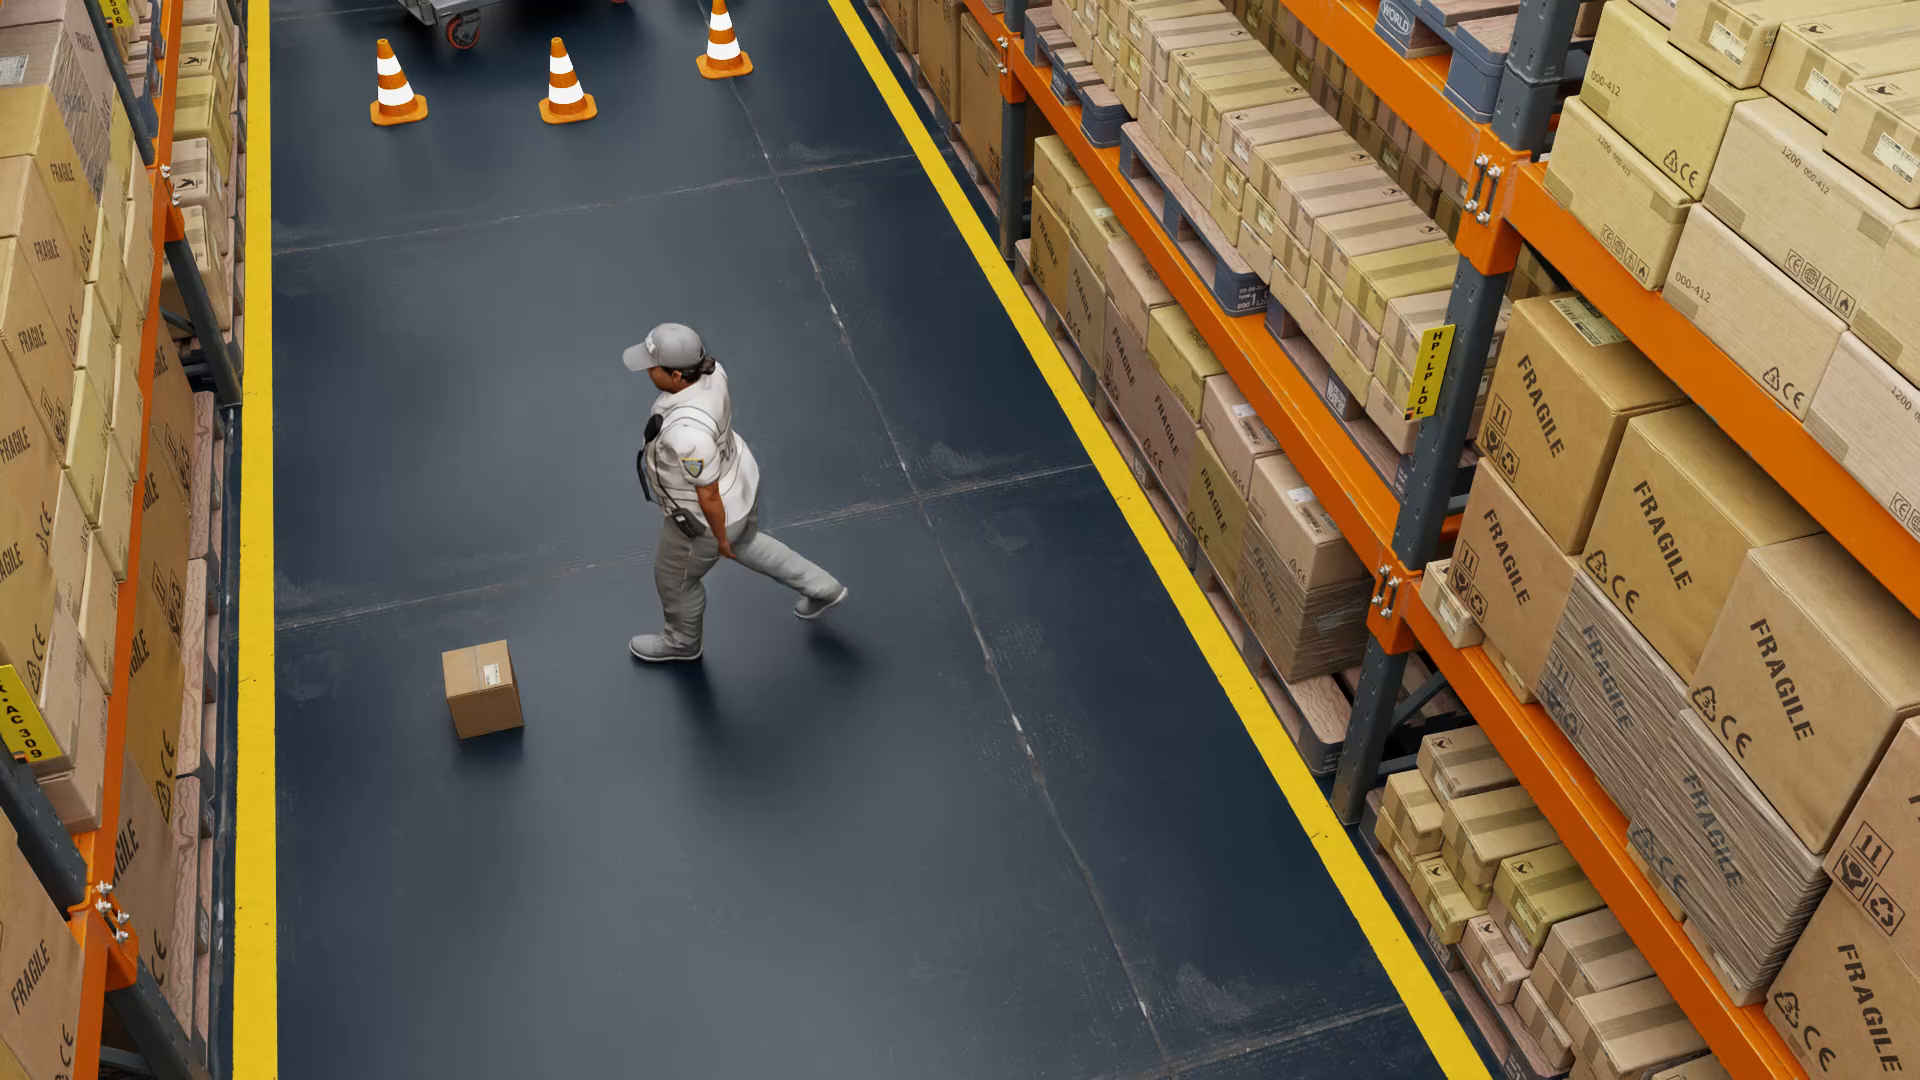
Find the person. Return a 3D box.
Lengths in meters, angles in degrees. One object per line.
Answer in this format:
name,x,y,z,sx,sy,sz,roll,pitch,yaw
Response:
person,-0.911,-0.153,6.326,0.900,1.636,0.490,3,43,3
